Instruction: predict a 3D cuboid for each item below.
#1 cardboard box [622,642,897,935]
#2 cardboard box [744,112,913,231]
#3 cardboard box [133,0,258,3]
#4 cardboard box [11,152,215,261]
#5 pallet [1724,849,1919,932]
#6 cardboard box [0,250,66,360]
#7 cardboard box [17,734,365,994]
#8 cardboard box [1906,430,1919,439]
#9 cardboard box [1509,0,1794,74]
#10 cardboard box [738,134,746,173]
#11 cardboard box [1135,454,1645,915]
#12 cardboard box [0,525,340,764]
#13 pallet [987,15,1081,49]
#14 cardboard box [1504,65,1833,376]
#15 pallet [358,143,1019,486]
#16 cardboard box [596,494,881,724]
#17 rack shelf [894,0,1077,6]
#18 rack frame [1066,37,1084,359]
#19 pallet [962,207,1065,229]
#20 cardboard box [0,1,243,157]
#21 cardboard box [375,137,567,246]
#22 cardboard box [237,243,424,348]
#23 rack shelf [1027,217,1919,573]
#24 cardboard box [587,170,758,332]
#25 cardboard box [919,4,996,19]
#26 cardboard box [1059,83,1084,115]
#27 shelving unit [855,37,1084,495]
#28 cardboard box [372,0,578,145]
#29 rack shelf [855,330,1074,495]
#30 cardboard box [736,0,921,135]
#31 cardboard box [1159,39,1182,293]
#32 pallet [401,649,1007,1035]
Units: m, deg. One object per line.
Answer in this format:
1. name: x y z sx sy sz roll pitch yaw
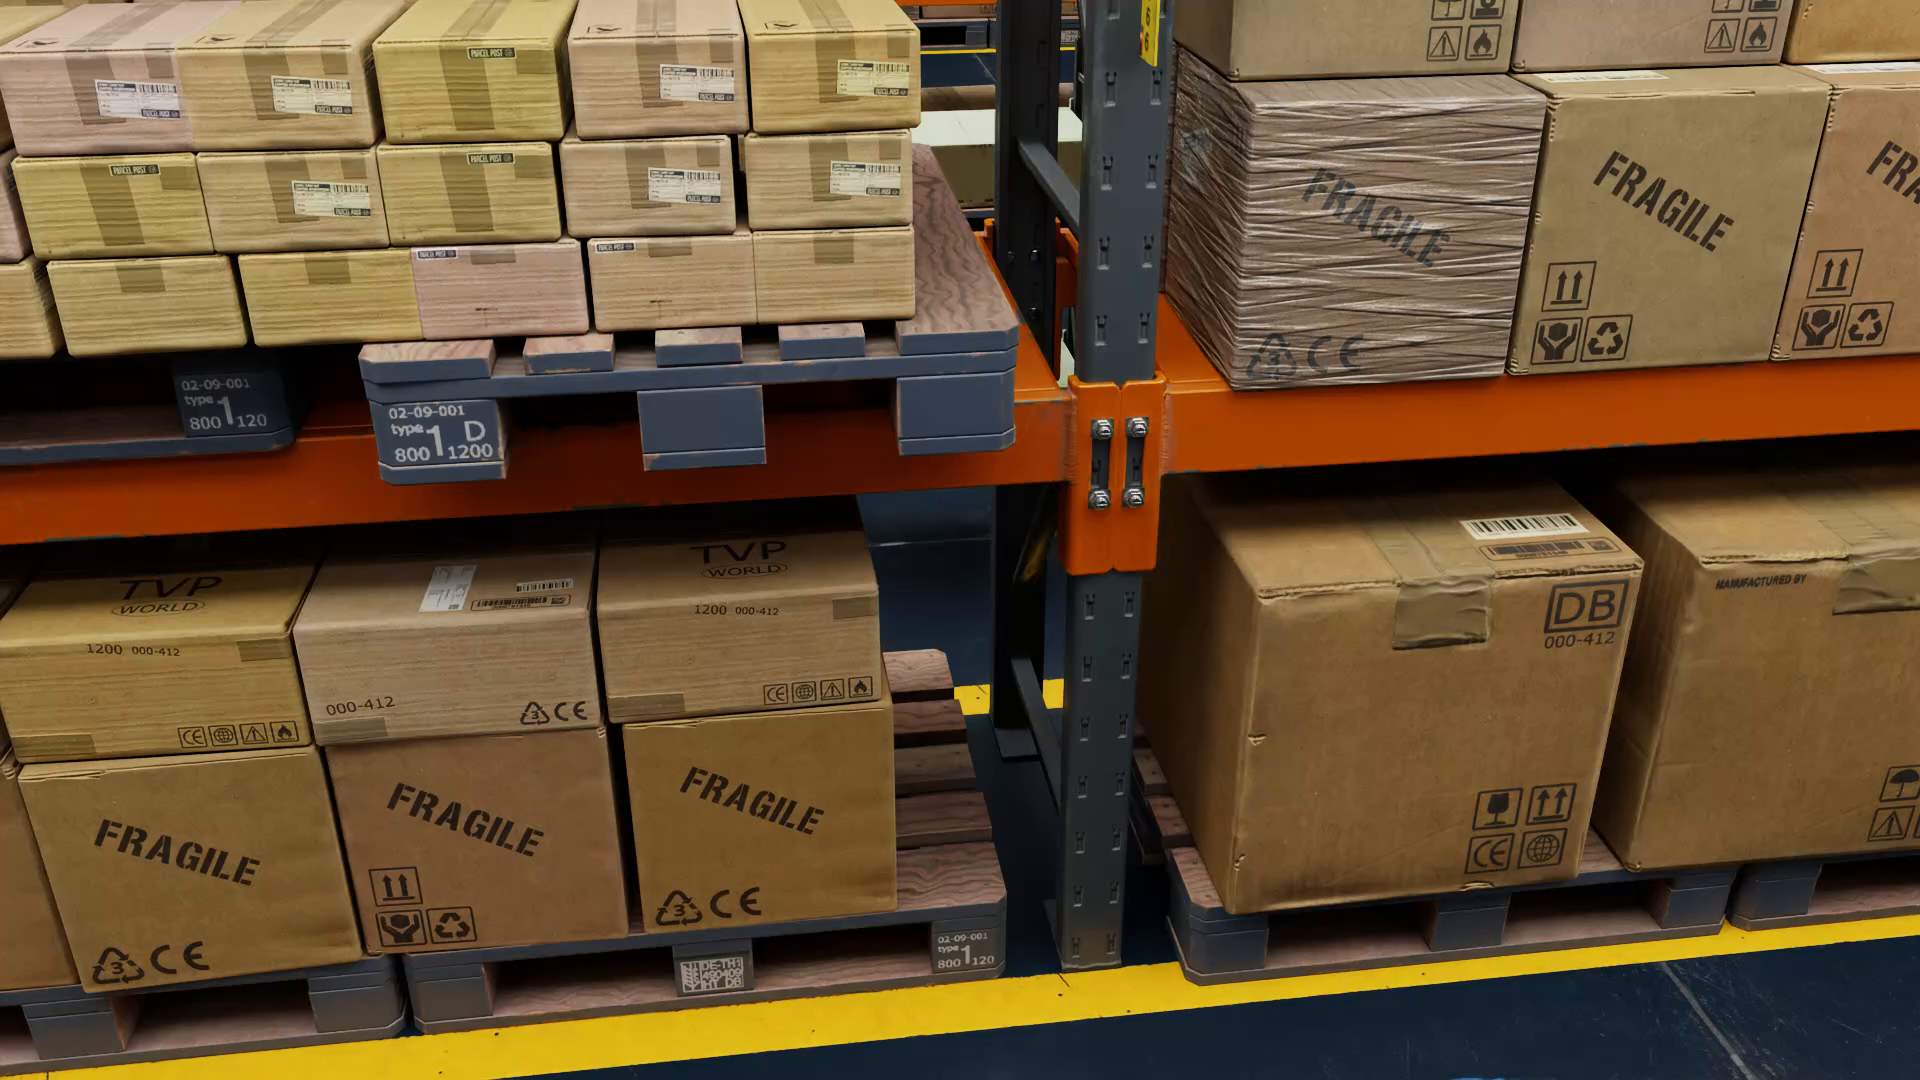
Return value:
1. cardboard box: -0.408 0.429 3.406 0.500 0.500 0.500 -4 27 -7
2. cardboard box: -0.218 -0.626 2.674 0.250 0.149 0.380 -3 27 -6
3. cardboard box: -1.316 -0.988 3.053 0.250 0.149 0.380 -2 27 -5
4. cardboard box: -1.237 -0.560 2.546 0.250 0.149 0.380 -4 27 -7
5. pallet: 2.204 0.492 4.059 1.213 0.211 1.003 -4 27 -7
6. cardboard box: -1.488 -0.413 2.584 0.250 0.149 0.380 -3 27 -6
7. cardboard box: -1.444 0.501 3.265 0.500 0.500 0.500 -5 28 -9
8. cardboard box: 2.610 0.043 3.884 0.750 0.750 1.050 -4 27 -7
9. cardboard box: 1.154 -1.202 3.103 0.500 0.500 0.700 -4 27 -8
10. cardboard box: -0.529 -0.777 3.294 0.250 0.149 0.380 -2 27 -5
11. cardboard box: 0.823 0.160 3.657 0.750 0.750 1.050 -4 27 -8
12. cardboard box: -1.437 0.160 3.110 0.500 0.250 0.500 -3 27 -6
13. pallet: 0.749 -4.001 12.817 1.213 0.211 1.003 -4 27 -7
14. cardboard box: 1.193 -0.641 3.104 0.500 0.500 0.500 -4 27 -8
15. pallet: -0.483 -0.477 3.105 1.003 0.211 1.213 -4 27 -7
16. cardboard box: -0.433 0.097 3.231 0.500 0.250 0.500 -4 27 -8
17. rack shelf: 1.398 -2.695 8.004 4.000 0.370 1.077 -4 27 -7
18. rack frame: 0.369 -0.691 4.954 0.023 1.500 0.400 -4 27 -7
19. pallet: 0.192 -1.696 8.324 1.213 0.211 1.003 -4 27 -7
20. cardboard box: -1.226 -0.695 2.482 0.250 0.149 0.380 -4 27 -7
21. cardboard box: -0.743 -0.591 2.605 0.250 0.149 0.380 -3 27 -6
22. cardboard box: -0.965 -0.446 2.650 0.250 0.149 0.380 -4 27 -8
23. rack shelf: 2.188 -0.463 3.655 4.000 0.370 1.077 -4 27 -7
24. cardboard box: -0.463 -0.477 2.709 0.250 0.149 0.380 -4 27 -7
25. cardboard box: -0.012 -4.340 12.564 0.625 0.625 0.875 -3 27 -5
26. cardboard box: 0.708 -1.987 8.256 0.625 0.372 0.950 -4 27 -8
27. shelving unit: 0.007 -0.668 4.908 0.755 1.500 0.431 -4 27 -7
28. cardboard box: -0.722 -0.726 2.543 0.250 0.149 0.380 -3 27 -6
29. rack shelf: 0.007 -0.378 5.057 0.720 0.370 0.431 -4 27 -7
30. cardboard box: -0.214 -0.758 2.604 0.250 0.149 0.380 -5 28 -9
31. cardboard box: 0.616 -0.851 3.513 0.500 0.500 0.500 -4 27 -7
32. pallet: -0.567 0.633 3.784 1.213 0.211 1.003 -4 27 -7
